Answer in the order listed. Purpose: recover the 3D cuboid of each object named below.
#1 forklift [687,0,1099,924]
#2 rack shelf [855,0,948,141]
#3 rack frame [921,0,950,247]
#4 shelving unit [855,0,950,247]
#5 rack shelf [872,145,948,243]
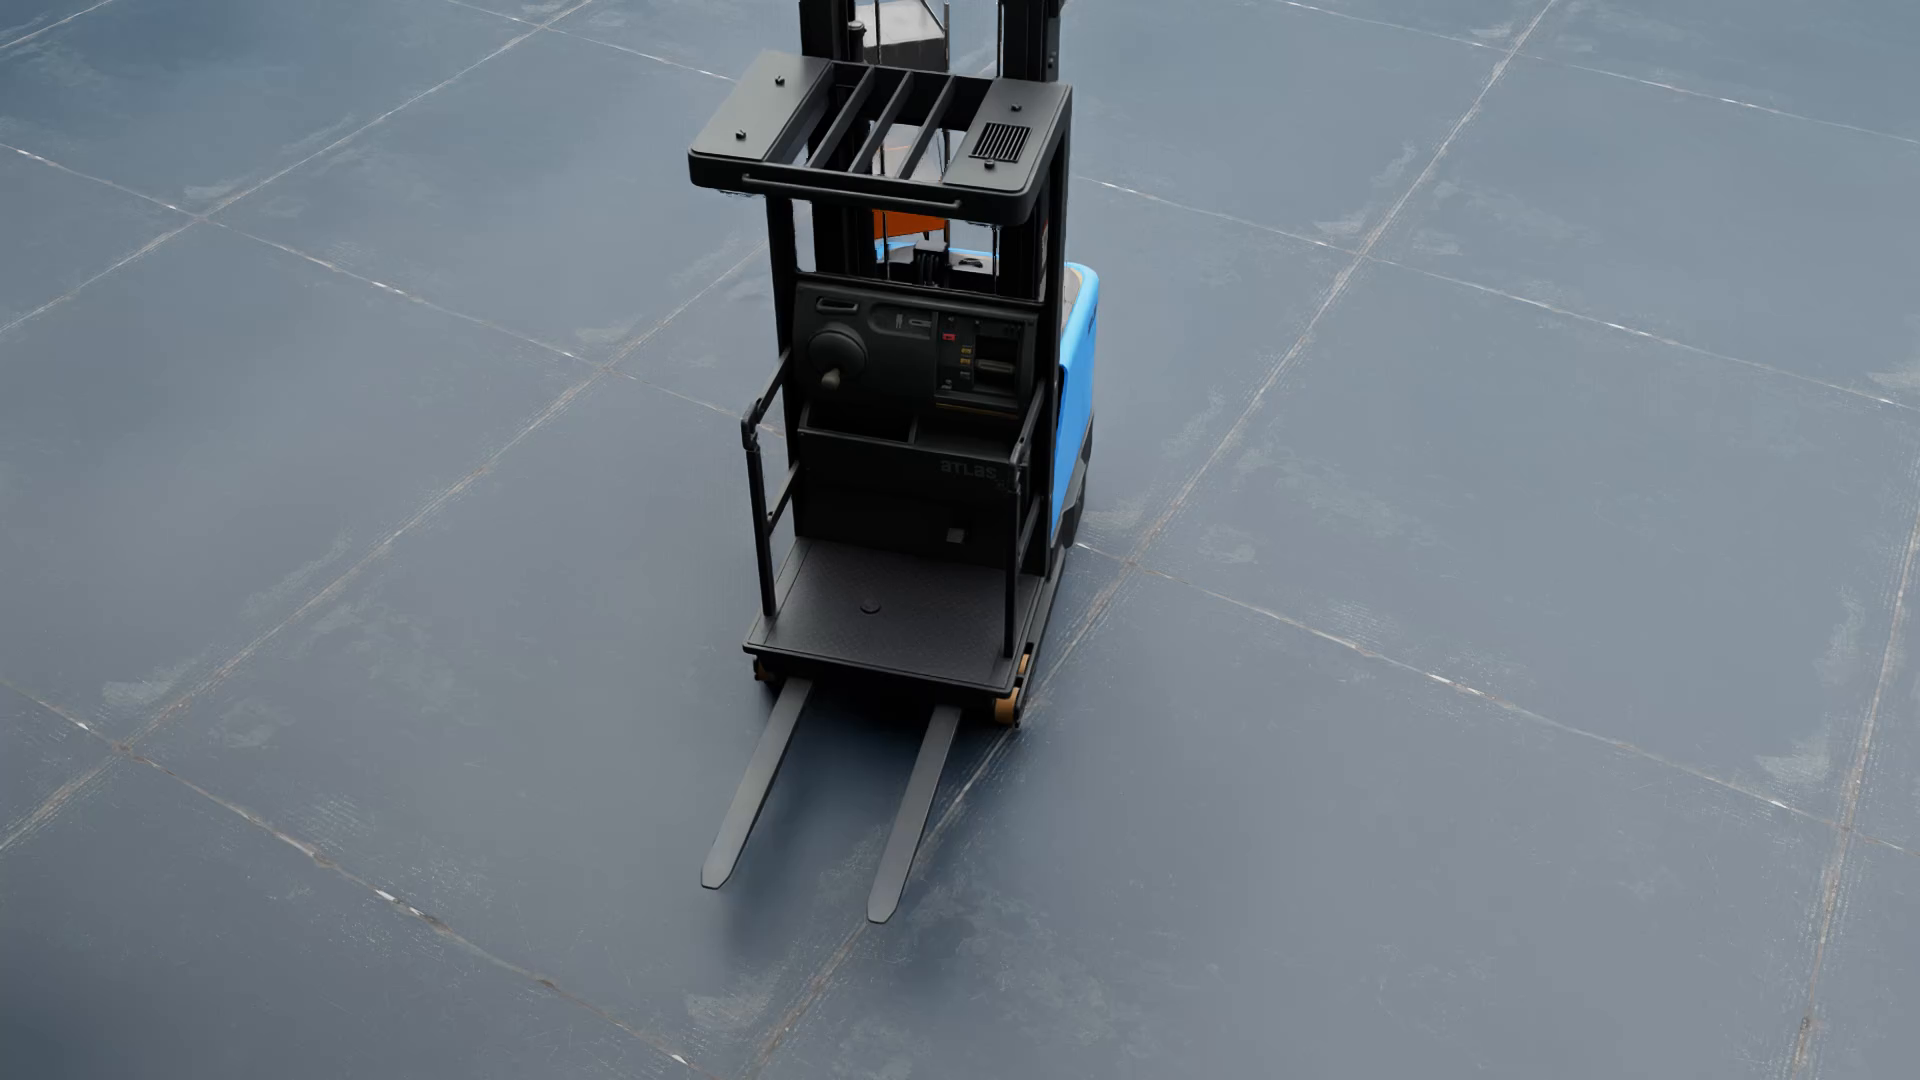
[{"bbox_3d":[-0.223,-0.635,6.068,1.130,2.935,3.031,9,42,10],"label":"forklift"},{"bbox_3d":[-0.342,-2.038,7.253,0.480,0.518,0.431,-11,43,-12],"label":"rack shelf"},{"bbox_3d":[-0.108,-1.569,7.759,0.015,2.100,0.400,-11,43,-12],"label":"rack frame"},{"bbox_3d":[-0.342,-1.523,7.707,0.503,2.100,0.431,-11,43,-12],"label":"shelving unit"},{"bbox_3d":[-0.342,-1.513,7.716,0.480,0.518,0.431,-11,43,-12],"label":"rack shelf"}]
